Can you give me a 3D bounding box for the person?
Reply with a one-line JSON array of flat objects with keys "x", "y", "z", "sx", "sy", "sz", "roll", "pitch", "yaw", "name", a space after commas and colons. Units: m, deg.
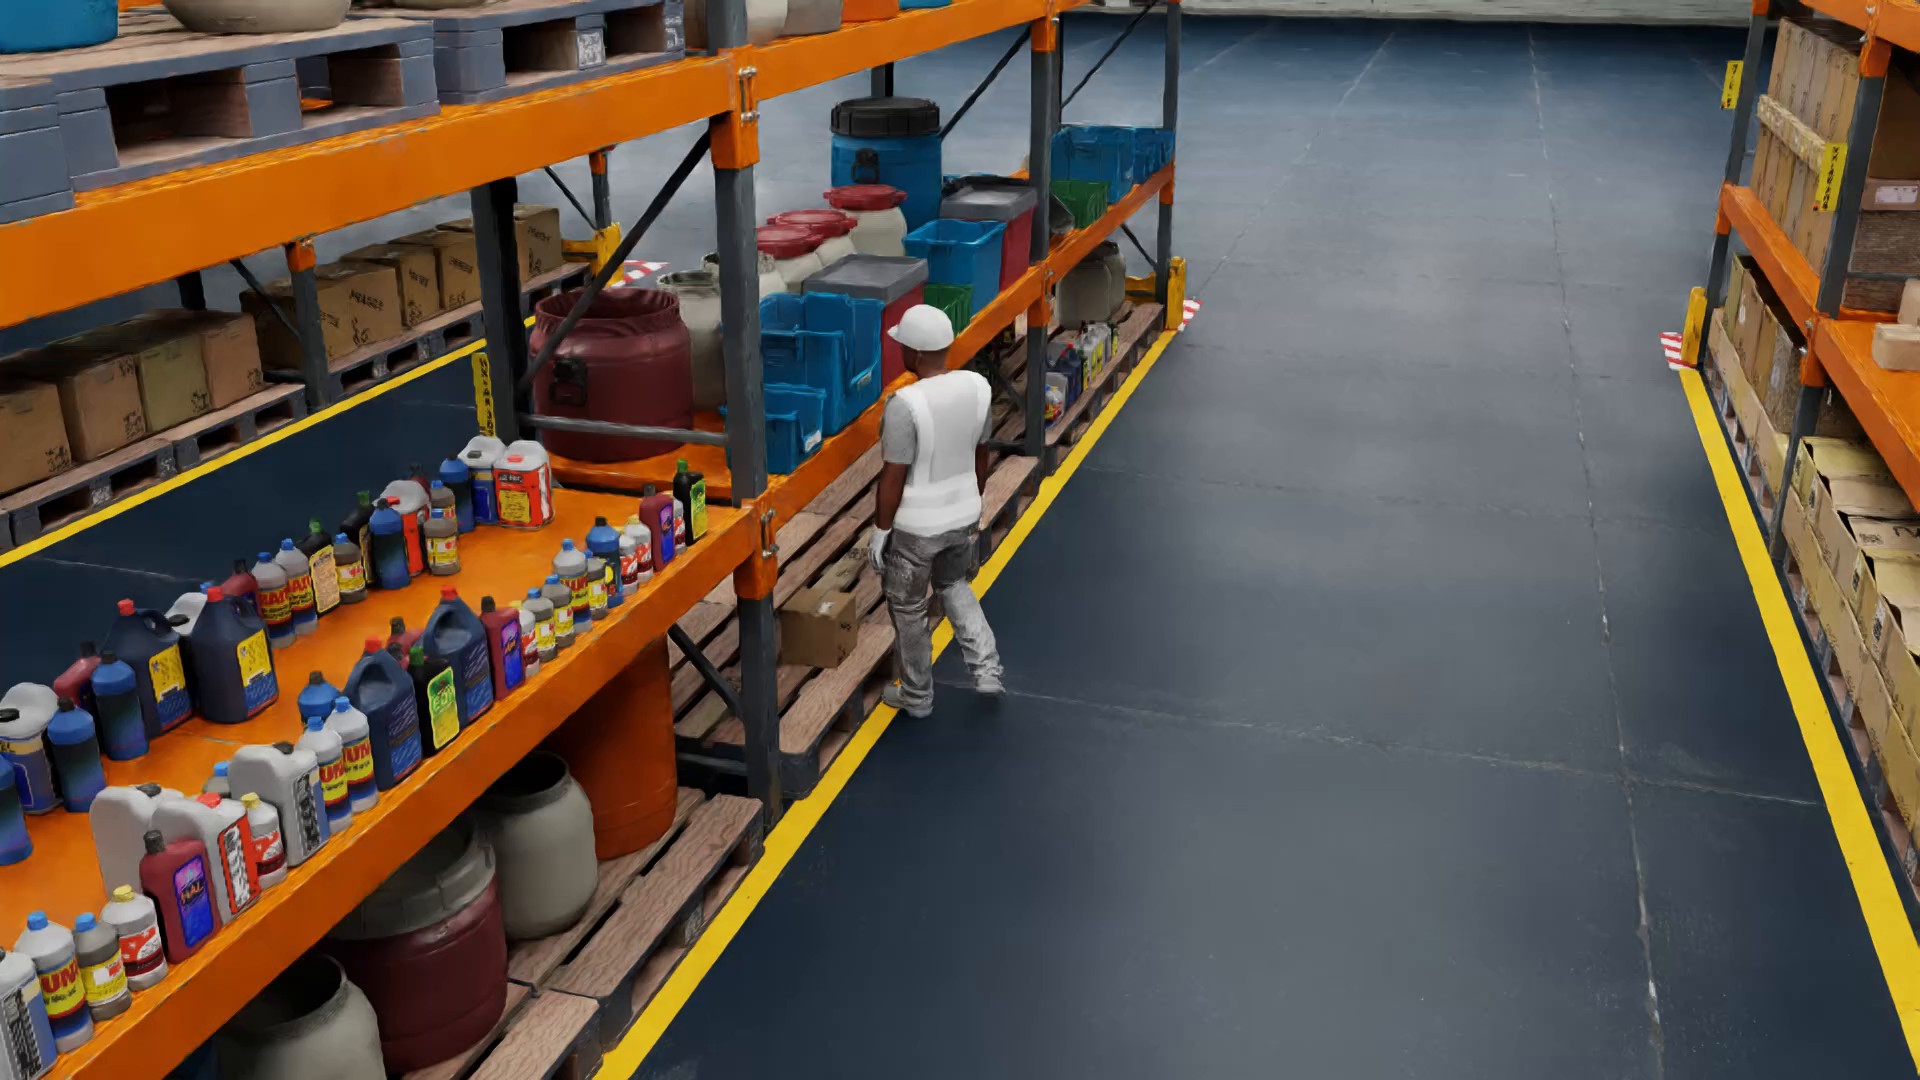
[{"x": -0.125, "y": -0.085, "z": 6.788, "sx": 0.633, "sy": 1.793, "sz": 0.556, "roll": -20, "pitch": 29, "yaw": -41, "name": "person"}]
